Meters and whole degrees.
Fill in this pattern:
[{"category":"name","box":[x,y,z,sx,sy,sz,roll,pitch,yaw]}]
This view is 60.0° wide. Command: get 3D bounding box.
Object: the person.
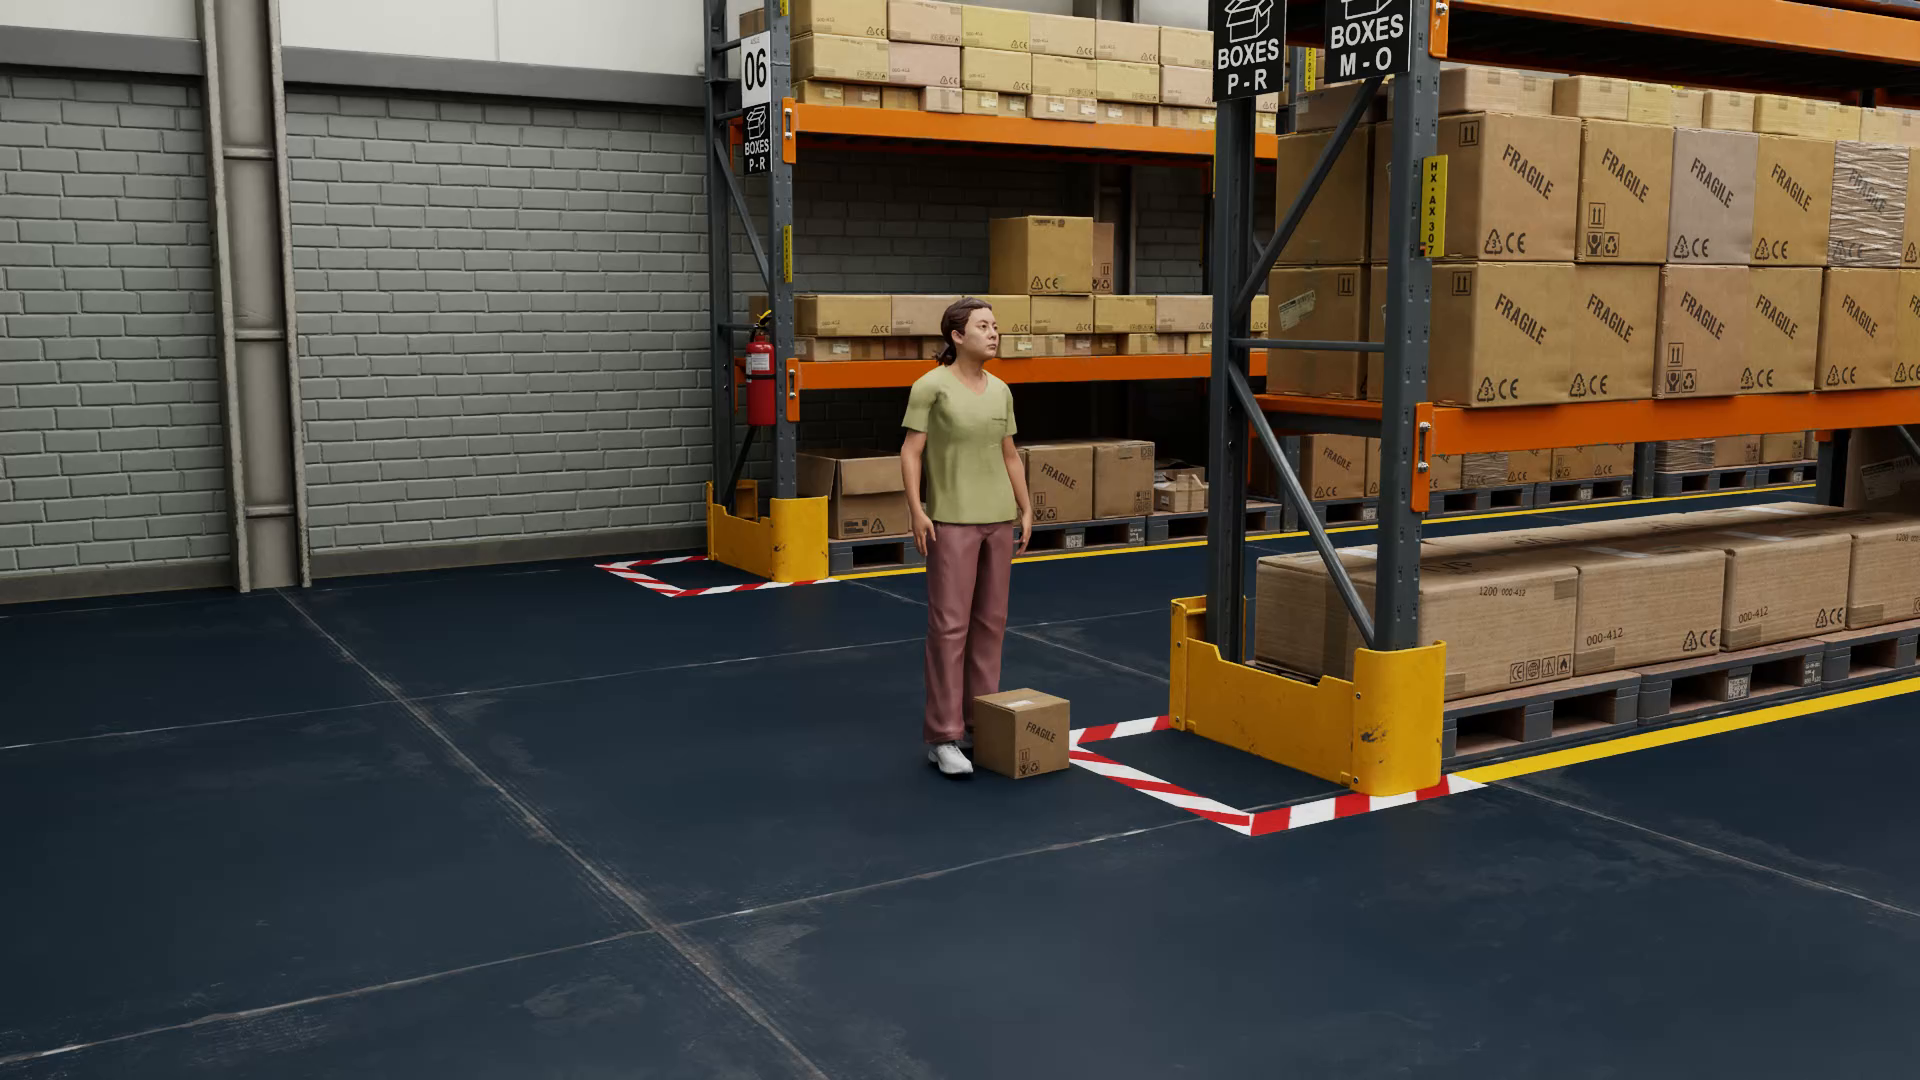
[{"category":"person","box":[0.078,-0.032,6.042,0.555,1.662,0.523,-6,10,-34]}]
